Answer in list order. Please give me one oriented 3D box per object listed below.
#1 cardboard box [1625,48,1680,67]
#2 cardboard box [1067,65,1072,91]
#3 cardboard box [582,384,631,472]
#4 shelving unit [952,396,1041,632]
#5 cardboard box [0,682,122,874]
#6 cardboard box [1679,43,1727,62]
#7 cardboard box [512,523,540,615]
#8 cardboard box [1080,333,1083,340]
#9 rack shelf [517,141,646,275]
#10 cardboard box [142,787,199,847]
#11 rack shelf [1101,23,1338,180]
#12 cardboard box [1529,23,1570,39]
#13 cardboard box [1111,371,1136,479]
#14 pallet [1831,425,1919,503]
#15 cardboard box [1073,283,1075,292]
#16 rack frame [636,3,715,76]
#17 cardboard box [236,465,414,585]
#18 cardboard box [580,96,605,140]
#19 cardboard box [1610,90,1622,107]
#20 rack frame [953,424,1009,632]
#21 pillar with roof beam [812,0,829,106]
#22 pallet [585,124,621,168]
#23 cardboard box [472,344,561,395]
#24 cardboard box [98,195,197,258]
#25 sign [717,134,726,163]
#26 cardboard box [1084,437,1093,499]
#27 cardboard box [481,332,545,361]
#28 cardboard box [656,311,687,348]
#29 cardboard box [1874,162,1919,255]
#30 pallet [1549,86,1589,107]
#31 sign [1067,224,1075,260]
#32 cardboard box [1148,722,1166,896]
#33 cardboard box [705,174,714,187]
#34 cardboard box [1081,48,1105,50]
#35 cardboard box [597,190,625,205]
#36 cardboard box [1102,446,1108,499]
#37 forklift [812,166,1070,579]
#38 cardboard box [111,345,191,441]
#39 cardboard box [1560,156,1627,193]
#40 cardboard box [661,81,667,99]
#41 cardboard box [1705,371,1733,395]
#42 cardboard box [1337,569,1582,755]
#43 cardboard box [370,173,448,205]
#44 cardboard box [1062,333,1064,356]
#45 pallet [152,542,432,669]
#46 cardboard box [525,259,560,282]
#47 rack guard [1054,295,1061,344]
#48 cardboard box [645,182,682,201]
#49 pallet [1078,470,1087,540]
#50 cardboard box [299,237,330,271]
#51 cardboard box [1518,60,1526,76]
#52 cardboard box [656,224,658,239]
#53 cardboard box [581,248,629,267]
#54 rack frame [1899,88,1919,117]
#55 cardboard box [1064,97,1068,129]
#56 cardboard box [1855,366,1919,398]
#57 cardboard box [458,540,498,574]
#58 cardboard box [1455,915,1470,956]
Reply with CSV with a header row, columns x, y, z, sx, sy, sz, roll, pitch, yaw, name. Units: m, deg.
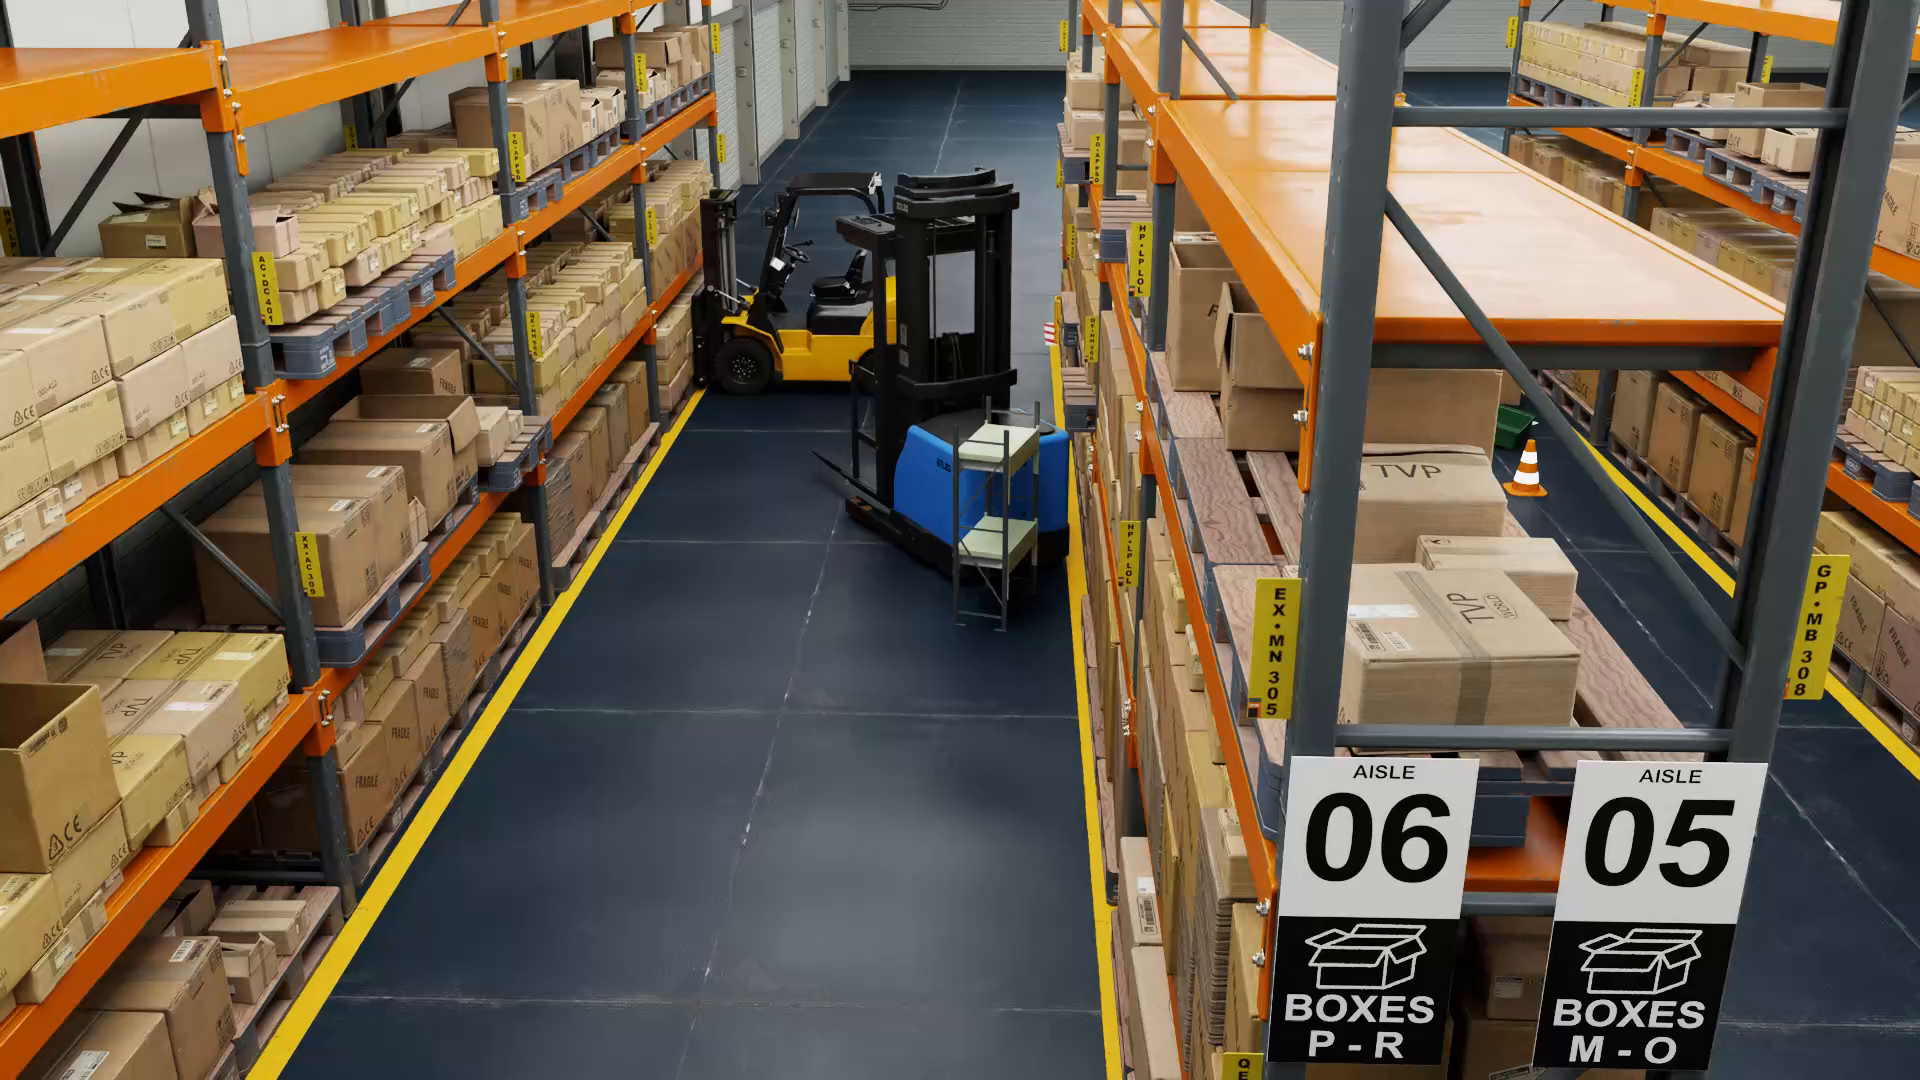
x,y,z,sx,sy,sz,roll,pitch,yaw,name
6.219,-4.335,14.933,0.380,0.149,0.250,0,21,1,cardboard box
1.391,-4.874,17.593,0.500,0.250,0.500,0,21,1,cardboard box
-3.422,-0.994,14.647,0.875,0.625,0.625,0,21,1,cardboard box
0.263,-0.194,11.955,0.431,1.500,0.755,7,22,18,shelving unit
-3.423,0.842,5.971,0.500,0.500,0.500,1,21,3,cardboard box
6.892,-4.511,15.387,0.380,0.149,0.250,0,21,1,cardboard box
-3.306,0.196,11.751,0.500,0.500,0.500,1,21,3,cardboard box
1.175,-1.733,13.615,0.380,0.149,0.250,1,21,4,cardboard box
-3.447,-2.715,13.226,1.077,0.370,4.000,1,21,2,rack shelf
-3.371,1.129,6.820,0.380,0.149,0.250,0,21,1,cardboard box
1.393,-2.427,8.891,1.077,0.370,4.000,1,21,2,rack shelf
6.311,-5.437,17.775,0.380,0.149,0.250,1,21,2,cardboard box
1.139,-0.664,9.572,0.500,0.500,0.500,1,21,2,cardboard box
6.489,-0.509,10.959,1.213,0.211,1.003,1,21,2,pallet
1.281,-2.414,15.951,0.380,0.149,0.250,1,21,3,cardboard box
-3.264,-6.618,18.145,1.000,3.000,0.127,1,21,2,rack frame
-3.375,-0.084,8.881,0.700,0.500,0.500,1,21,2,cardboard box
-3.188,-3.432,13.485,0.500,0.311,0.500,0,21,0,cardboard box
6.225,-4.054,15.311,0.380,0.149,0.250,1,21,3,cardboard box
0.143,-0.069,11.633,0.400,1.500,0.023,7,22,18,rack frame
0.847,-15.006,39.764,9.100,9.000,0.400,1,21,2,pillar with roof beam
-3.400,-3.365,14.172,0.805,0.209,1.217,0,21,-1,pallet
-3.225,-1.249,12.118,0.500,0.250,0.500,1,21,2,cardboard box
-3.689,-1.449,7.615,0.396,0.266,0.258,0,21,1,cardboard box
-2.722,-4.460,18.949,0.100,0.325,0.005,1,21,2,sign
1.524,-0.591,13.958,0.950,0.372,0.625,1,21,3,cardboard box
-3.204,-1.389,11.928,0.380,0.149,0.250,1,21,3,cardboard box
-3.032,-2.111,16.661,0.500,0.250,0.500,1,21,2,cardboard box
6.121,-2.099,10.506,0.500,0.500,0.500,1,21,2,cardboard box
6.601,-4.396,16.688,1.003,0.211,1.213,1,21,2,pallet
1.033,-2.728,15.217,0.100,0.325,0.005,1,21,2,sign
1.015,1.053,6.530,0.500,0.500,0.500,1,21,2,cardboard box
-2.995,-4.042,18.763,0.380,0.149,0.250,1,21,2,cardboard box
1.491,-5.203,17.890,0.380,0.149,0.250,1,21,1,cardboard box
-3.607,-3.444,16.812,0.380,0.149,0.250,0,21,1,cardboard box
1.189,-0.445,10.737,0.500,0.250,0.500,0,21,0,cardboard box
-0.307,-1.563,13.505,1.130,2.935,3.031,-12,24,-27,forklift
-3.399,-0.584,6.537,0.500,0.250,0.500,0,21,0,cardboard box
6.634,-3.595,16.949,0.875,0.550,0.500,1,21,2,cardboard box
-3.046,-4.335,16.037,0.380,0.149,0.250,1,21,3,cardboard box
6.182,-1.431,12.931,0.500,0.500,0.500,0,21,1,cardboard box
1.134,0.283,3.995,0.500,0.250,0.500,-1,21,-3,cardboard box
-3.257,-2.076,9.831,0.380,0.149,0.250,0,21,0,cardboard box
1.373,-2.208,18.295,0.500,0.250,0.500,1,21,4,cardboard box
-3.496,0.320,8.824,1.003,0.211,1.213,1,21,2,pallet
-3.667,-2.320,14.326,0.380,0.149,0.250,0,21,1,cardboard box
1.695,-2.575,19.474,1.175,0.500,0.348,1,21,2,rack guard
-3.105,-3.622,17.271,0.380,0.149,0.250,1,21,2,cardboard box
1.519,-0.298,14.004,1.003,0.211,1.213,1,21,2,pallet
-3.245,-1.345,7.919,0.380,0.149,0.250,1,21,3,cardboard box
6.317,-5.153,18.145,0.380,0.149,0.250,1,21,2,cardboard box
-3.107,-2.930,15.898,0.380,0.149,0.250,1,21,3,cardboard box
-3.164,-2.504,14.801,0.380,0.149,0.250,0,21,1,cardboard box
6.405,-3.654,10.506,1.000,3.000,0.127,1,21,2,rack frame
1.157,-3.639,14.241,0.500,0.250,0.500,0,21,0,cardboard box
6.197,-1.047,11.024,0.380,0.149,0.250,1,21,2,cardboard box
-3.299,0.114,11.067,0.380,0.149,0.250,0,21,0,cardboard box
1.435,0.981,4.436,0.380,0.149,0.250,1,21,3,cardboard box
